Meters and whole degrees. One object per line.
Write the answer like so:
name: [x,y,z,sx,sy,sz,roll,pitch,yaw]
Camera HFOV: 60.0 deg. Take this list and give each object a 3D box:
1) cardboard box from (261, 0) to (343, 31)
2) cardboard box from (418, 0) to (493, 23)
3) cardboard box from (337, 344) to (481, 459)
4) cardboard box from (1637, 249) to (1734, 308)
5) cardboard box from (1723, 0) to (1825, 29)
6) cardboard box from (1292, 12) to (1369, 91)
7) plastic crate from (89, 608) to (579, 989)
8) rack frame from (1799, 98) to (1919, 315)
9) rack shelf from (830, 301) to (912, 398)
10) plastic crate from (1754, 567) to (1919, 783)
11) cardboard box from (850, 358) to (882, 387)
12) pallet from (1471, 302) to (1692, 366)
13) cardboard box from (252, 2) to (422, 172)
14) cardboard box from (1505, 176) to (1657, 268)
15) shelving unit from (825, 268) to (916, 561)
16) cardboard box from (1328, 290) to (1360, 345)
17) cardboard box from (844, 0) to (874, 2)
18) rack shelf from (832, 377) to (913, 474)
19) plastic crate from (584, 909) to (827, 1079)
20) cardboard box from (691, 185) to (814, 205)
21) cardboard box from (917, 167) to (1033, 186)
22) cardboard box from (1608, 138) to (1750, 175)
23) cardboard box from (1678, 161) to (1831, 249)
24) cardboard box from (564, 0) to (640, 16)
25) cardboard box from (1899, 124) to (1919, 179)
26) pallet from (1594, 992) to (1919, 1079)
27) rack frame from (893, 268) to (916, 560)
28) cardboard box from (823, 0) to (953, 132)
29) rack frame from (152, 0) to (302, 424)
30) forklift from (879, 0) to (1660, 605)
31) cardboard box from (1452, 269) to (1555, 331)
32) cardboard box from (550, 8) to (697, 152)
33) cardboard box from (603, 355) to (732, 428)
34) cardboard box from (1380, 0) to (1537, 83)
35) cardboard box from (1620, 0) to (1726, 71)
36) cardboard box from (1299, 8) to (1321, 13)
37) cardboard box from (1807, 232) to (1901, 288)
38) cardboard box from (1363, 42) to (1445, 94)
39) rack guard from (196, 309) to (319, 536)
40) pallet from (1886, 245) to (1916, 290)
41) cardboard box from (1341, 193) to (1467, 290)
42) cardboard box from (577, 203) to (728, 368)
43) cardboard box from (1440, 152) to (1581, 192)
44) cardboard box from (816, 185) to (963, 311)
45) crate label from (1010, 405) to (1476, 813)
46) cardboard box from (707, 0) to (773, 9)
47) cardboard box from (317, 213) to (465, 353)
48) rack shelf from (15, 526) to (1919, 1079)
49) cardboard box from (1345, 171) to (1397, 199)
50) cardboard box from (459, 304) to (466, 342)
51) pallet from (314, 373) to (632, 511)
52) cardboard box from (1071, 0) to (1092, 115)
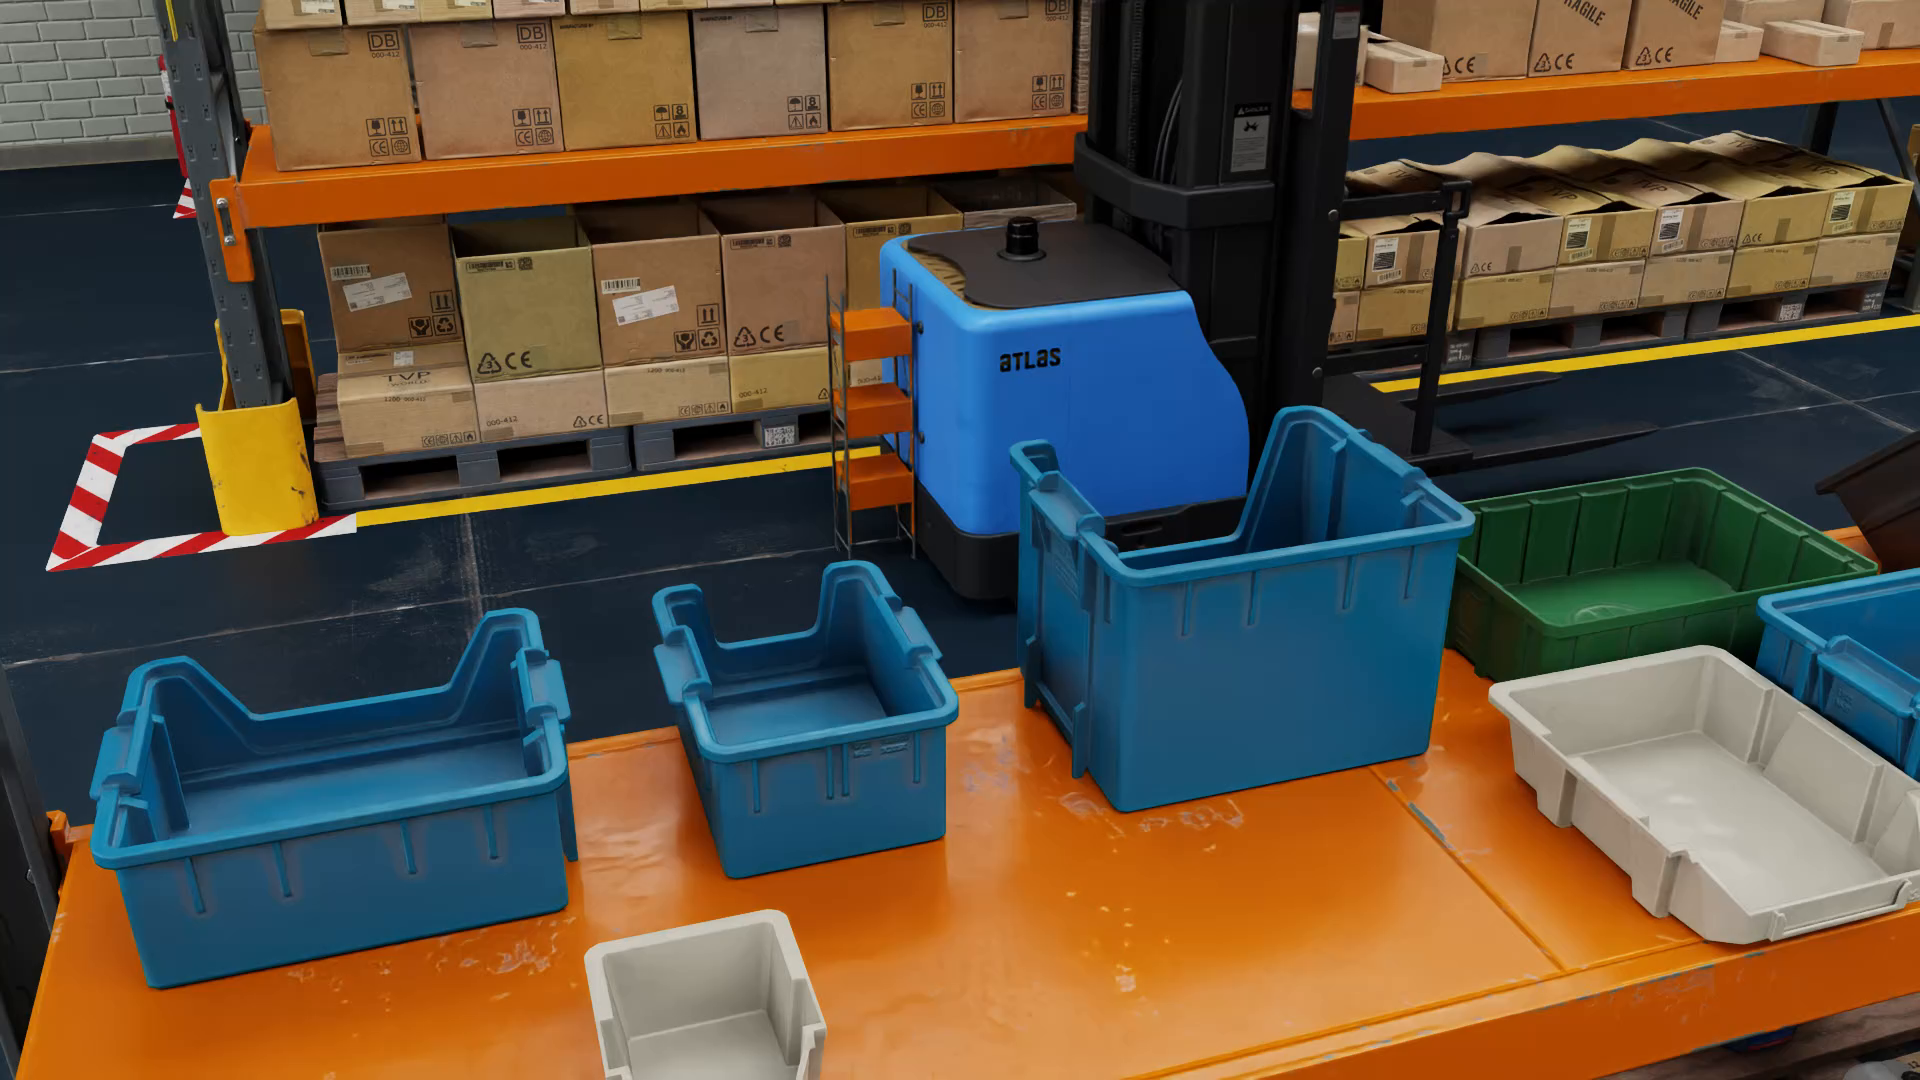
cardboard box: [-2.336,-1.922,5.907,0.250,0.149,0.380,-8,28,-16]
cardboard box: [-1.848,-1.994,6.051,0.250,0.149,0.380,-8,28,-16]
cardboard box: [-2.197,-0.560,6.625,0.500,0.250,0.500,-8,28,-16]
cardboard box: [3.438,-1.366,8.249,0.500,0.250,0.500,-8,27,-15]
cardboard box: [3.920,-2.645,8.304,0.500,0.311,0.500,-9,28,-17]
cardboard box: [1.482,-2.194,7.465,0.500,0.250,0.500,-7,27,-13]
plastic crate: [-0.862,0.342,2.355,0.616,0.251,0.499,-8,28,-16]
rack frame: [4.831,-2.726,8.367,0.127,3.000,1.000,-8,28,-16]
rack shelf: [-0.313,-0.664,5.793,0.240,0.259,0.215,-9,28,-17]
plastic crate: [1.590,0.254,2.533,0.616,0.251,0.499,-8,28,-16]
cardboard box: [-0.295,-0.835,7.179,0.500,0.250,0.500,-8,28,-16]
pallet: [2.878,-1.214,8.457,1.213,0.211,1.003,-8,28,-16]
cardboard box: [-2.328,-1.728,6.244,0.500,0.500,0.700,-8,28,-16]
cardboard box: [2.959,-1.546,7.981,0.500,0.311,0.500,-7,27,-15]
shelving unit: [-0.313,-0.420,5.915,0.252,1.050,0.215,-9,28,-17]
cardboard box: [1.488,-1.082,7.677,0.500,0.250,0.500,-9,28,-17]
cardboard box: [-0.373,-2.208,6.482,0.250,0.149,0.380,-7,27,-15]
rack shelf: [-0.313,-0.410,5.919,0.240,0.259,0.215,-9,28,-17]
plastic crate: [-0.295,0.602,1.961,0.250,0.136,0.298,-8,28,-16]
cardboard box: [-0.936,-1.328,7.329,0.500,0.500,0.500,-8,28,-16]
cardboard box: [0.017,-1.464,7.602,0.500,0.500,0.500,-8,28,-16]
cardboard box: [3.745,-1.910,8.712,0.500,0.311,0.500,-9,28,-17]
cardboard box: [3.917,-1.683,8.256,0.500,0.311,0.500,-9,28,-17]
cardboard box: [-1.355,-2.065,6.195,0.250,0.149,0.380,-9,28,-18]
cardboard box: [5.647,-2.031,9.284,0.500,0.500,0.500,-7,27,-14]
pallet: [1.906,1.244,3.507,1.213,0.211,1.003,-8,28,-16]
rack frame: [-0.199,-0.438,5.951,0.008,1.050,0.200,-9,28,-17]
cardboard box: [-0.370,-2.013,6.819,0.500,0.500,0.700,-8,27,-15]
rack frame: [-2.776,-1.624,6.148,0.127,3.000,1.000,-8,28,-16]
forklift: [1.266,-1.474,5.923,3.031,2.935,1.130,-9,28,-17]
cardboard box: [2.466,-1.225,7.963,0.500,0.250,0.500,-9,28,-18]
cardboard box: [-1.356,-1.868,6.527,0.500,0.500,0.700,-8,28,-16]
cardboard box: [-1.247,-0.699,6.906,0.500,0.250,0.500,-8,28,-16]
cardboard box: [2.264,-2.391,7.581,0.500,0.500,0.500,-6,27,-12]
cardboard box: [3.240,-2.533,7.866,0.500,0.500,0.500,-10,28,-19]
cardboard box: [2.625,-3.776,12.799,0.500,0.500,0.700,-8,27,-15]
cardboard box: [4.406,-1.507,8.531,0.500,0.250,0.500,-8,27,-15]
cardboard box: [1.933,-2.098,7.385,0.250,0.149,0.380,-8,28,-16]
rack guard: [-2.799,-0.501,6.697,0.348,0.500,1.175,-8,28,-16]
pallet: [5.552,-1.564,9.162,1.213,0.211,1.003,-8,28,-16]
cardboard box: [1.975,-1.401,7.688,0.500,0.311,0.500,-9,28,-17]
cardboard box: [-1.251,-1.040,6.749,0.500,0.500,0.500,-8,28,-16]
cardboard box: [2.771,-1.769,8.430,0.500,0.311,0.500,-9,28,-17]
cardboard box: [-0.299,-1.177,7.023,0.500,0.500,0.500,-8,28,-16]
crate label: [0.421,0.087,2.661,0.616,0.435,0.502,-8,28,-16]
cardboard box: [-0.874,-2.134,6.333,0.250,0.149,0.380,-8,27,-16]
cardboard box: [-2.358,-1.116,6.902,0.500,0.500,0.500,-8,28,-16]
rack shelf: [0.656,0.518,2.643,4.000,0.370,1.077,-8,28,-16]
cardboard box: [1.816,-1.634,8.157,0.500,0.311,0.500,-7,27,-15]
cardboard box: [-1.886,-0.853,7.215,0.500,0.250,0.500,-8,28,-16]
pallet: [-2.062,-0.498,7.016,1.213,0.211,1.003,-8,28,-16]
cardboard box: [0.607,-2.156,7.107,0.500,0.500,0.700,-9,28,-17]
